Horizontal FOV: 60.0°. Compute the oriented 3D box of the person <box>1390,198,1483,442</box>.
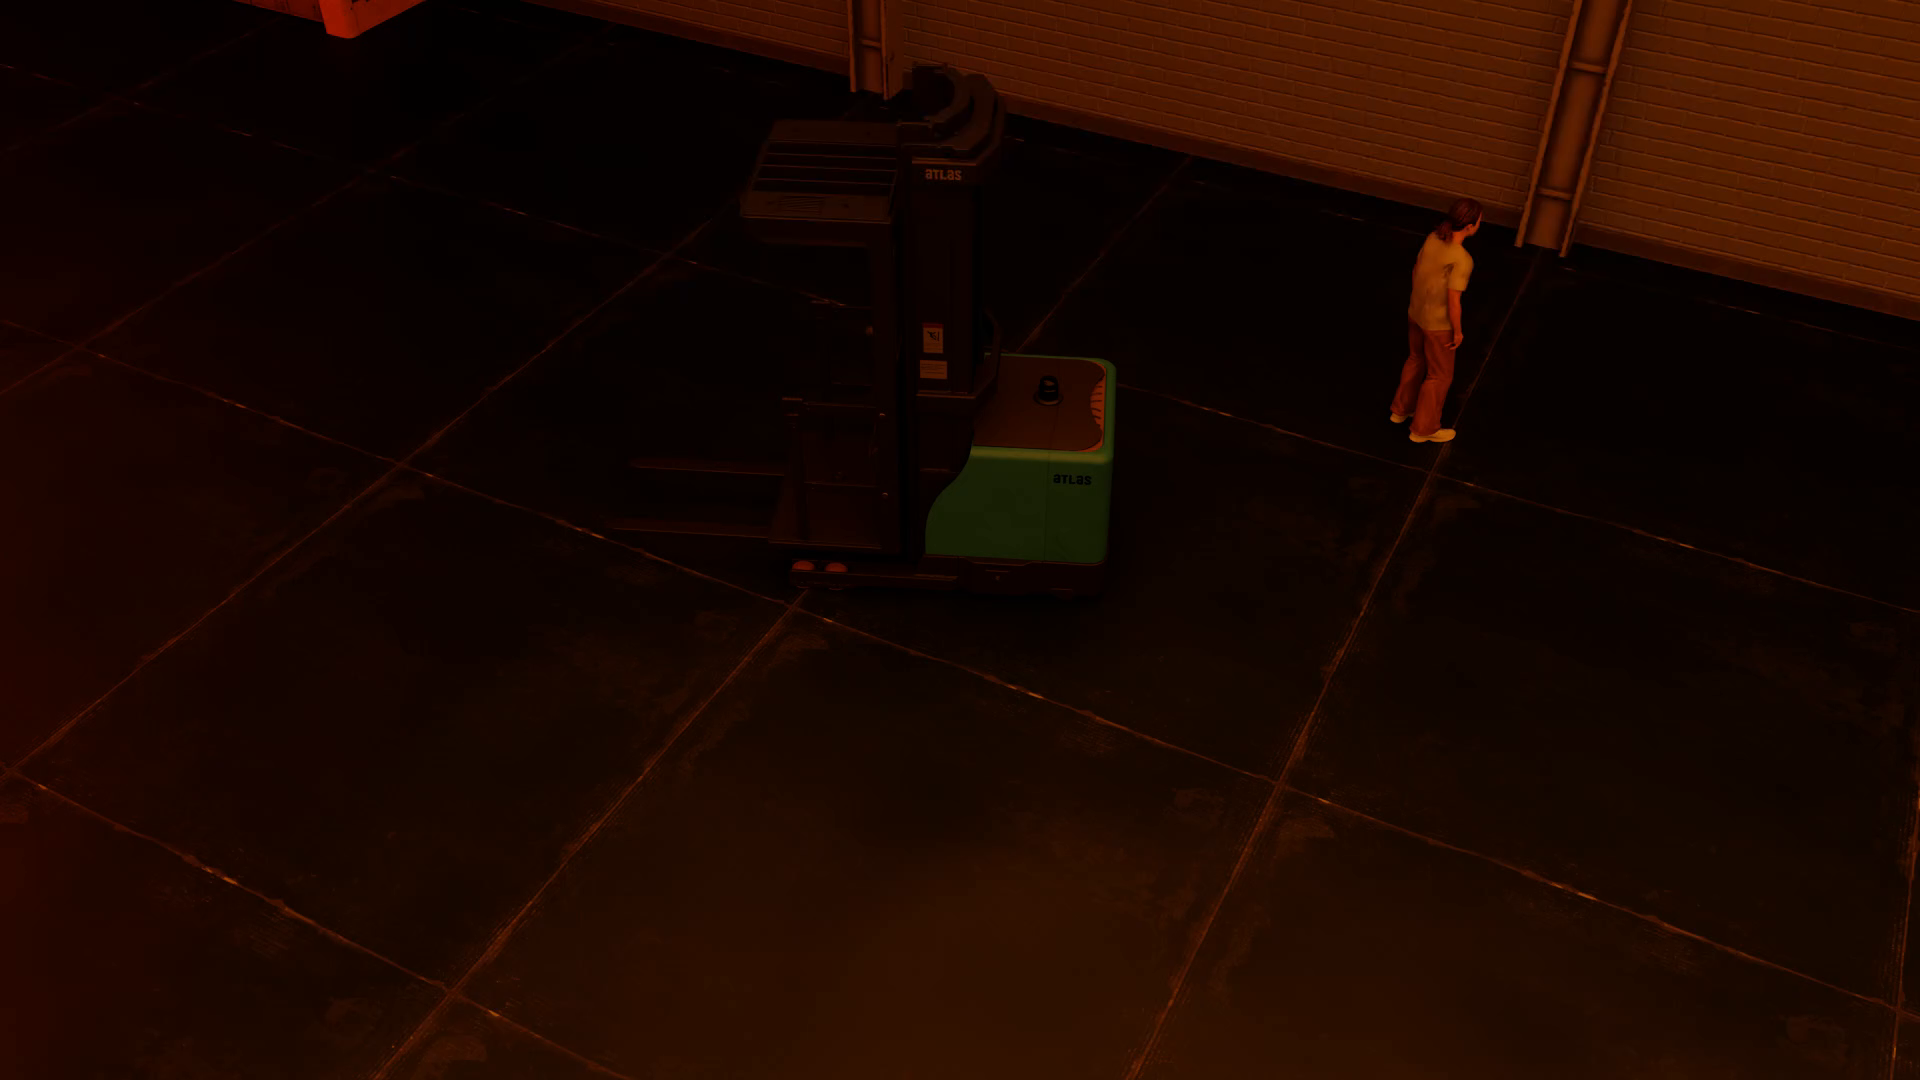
[{"bbox_3d":[3.055,-1.414,10.643,0.355,1.673,0.499,-13,42,-15],"label":"person"}]

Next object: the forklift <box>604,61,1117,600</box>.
[{"bbox_3d":[-0.606,-1.157,9.360,3.031,2.935,1.130,3,40,4],"label":"forklift"}]
